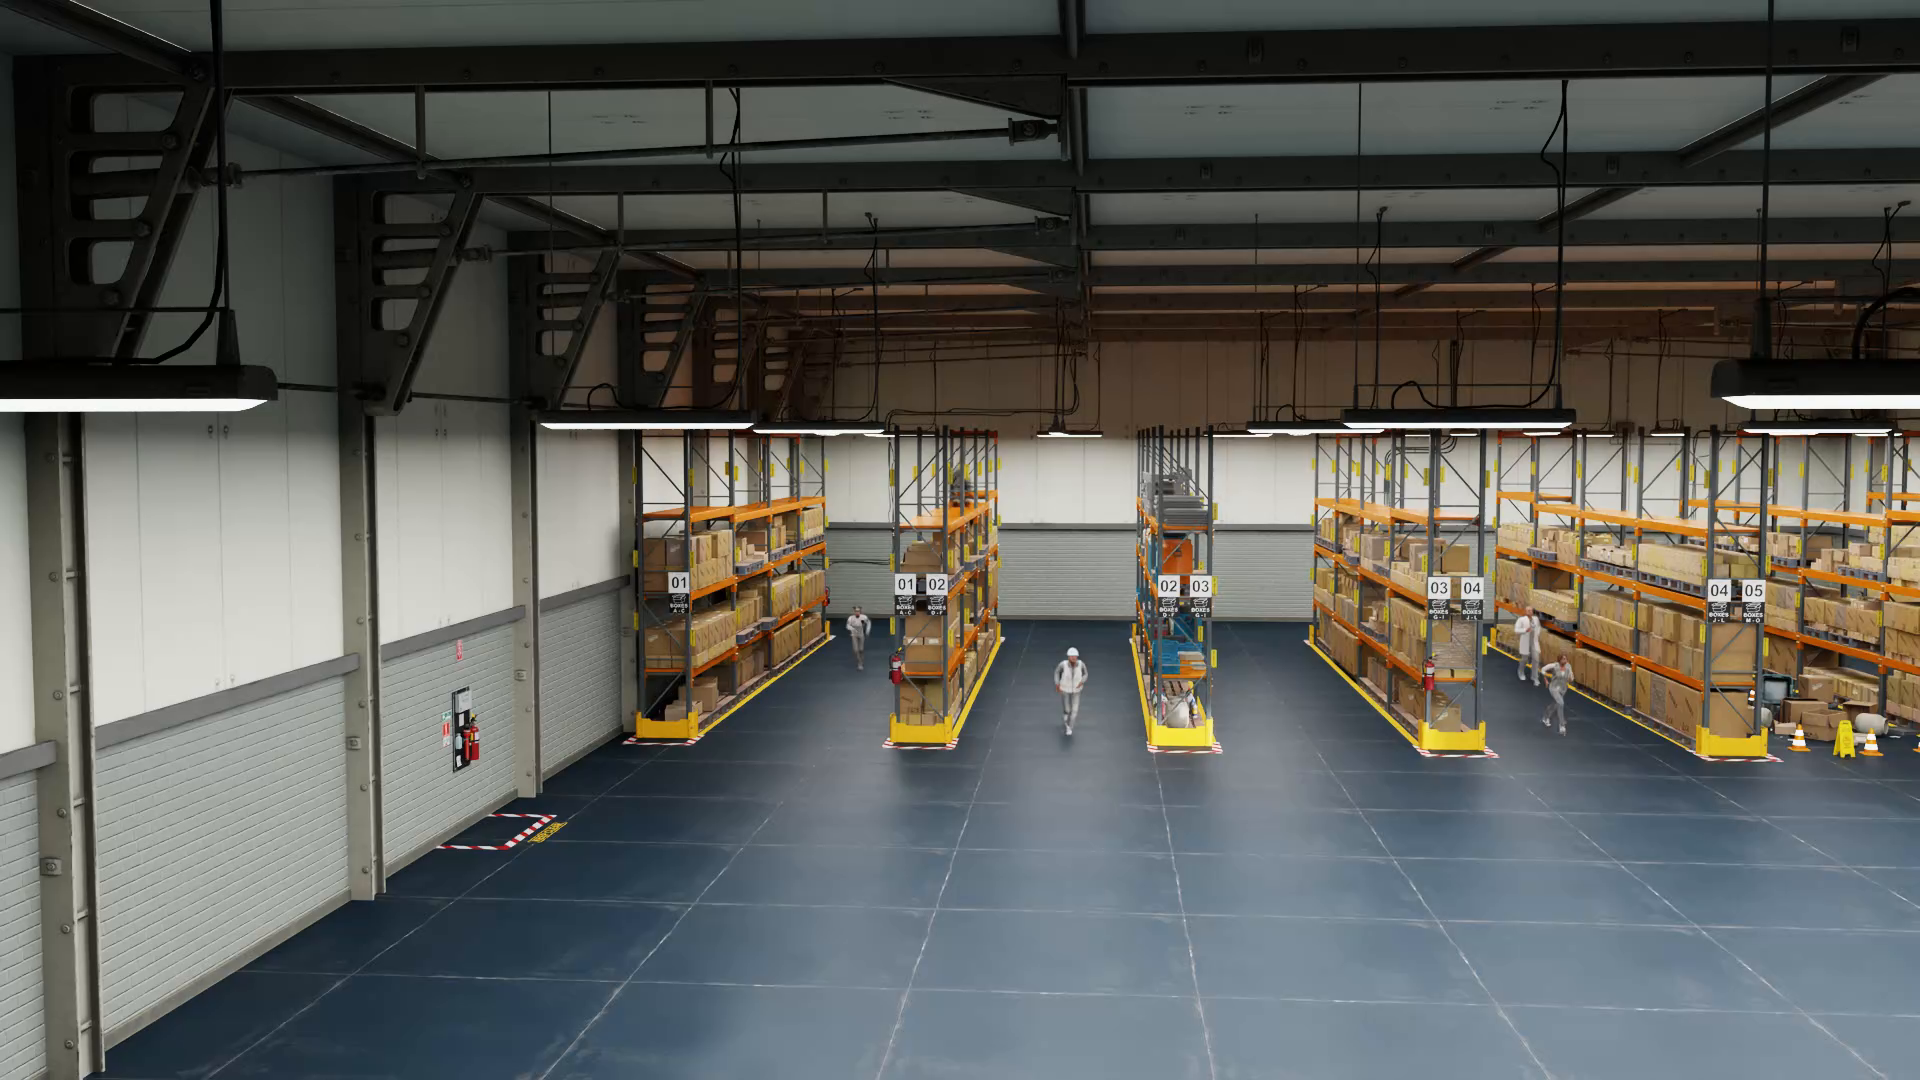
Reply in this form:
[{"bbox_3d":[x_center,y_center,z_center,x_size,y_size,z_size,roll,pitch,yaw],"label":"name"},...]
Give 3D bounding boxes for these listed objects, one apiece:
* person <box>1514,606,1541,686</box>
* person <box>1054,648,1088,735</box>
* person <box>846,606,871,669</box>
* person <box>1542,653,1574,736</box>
[{"bbox_3d":[13.370,2.468,39.118,0.698,1.828,0.917,0,3,-1],"label":"person"},{"bbox_3d":[2.167,2.939,32.494,0.653,1.711,0.797,0,3,-8],"label":"person"},{"bbox_3d":[-2.535,2.433,41.589,0.605,1.616,0.671,0,3,1],"label":"person"},{"bbox_3d":[11.695,2.981,32.631,0.536,1.596,0.888,-1,4,-13],"label":"person"}]
